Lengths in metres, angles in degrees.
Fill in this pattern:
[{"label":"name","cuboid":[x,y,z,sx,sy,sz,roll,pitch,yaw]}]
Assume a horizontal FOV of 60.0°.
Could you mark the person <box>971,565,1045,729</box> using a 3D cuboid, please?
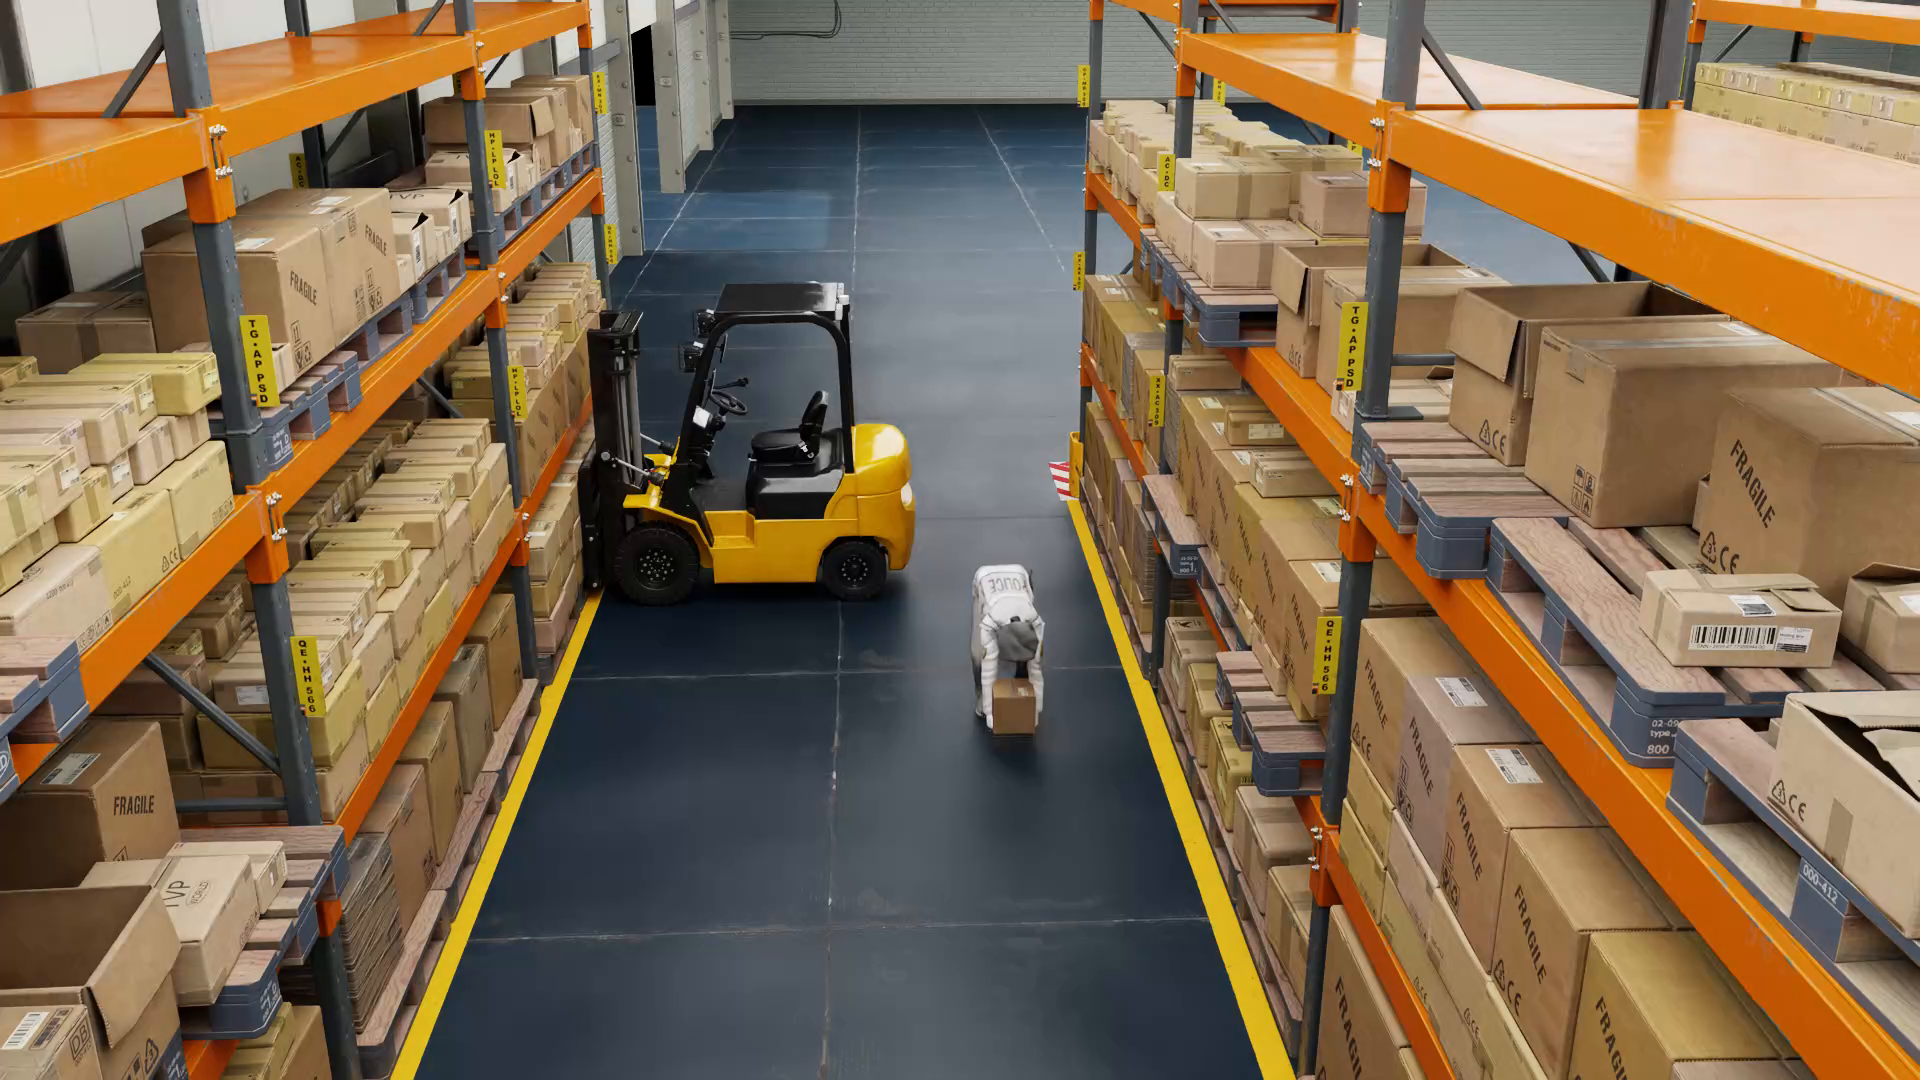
[{"label":"person","cuboid":[0.299,0.693,10.234,0.448,0.960,0.896,-2,21,-6]}]
